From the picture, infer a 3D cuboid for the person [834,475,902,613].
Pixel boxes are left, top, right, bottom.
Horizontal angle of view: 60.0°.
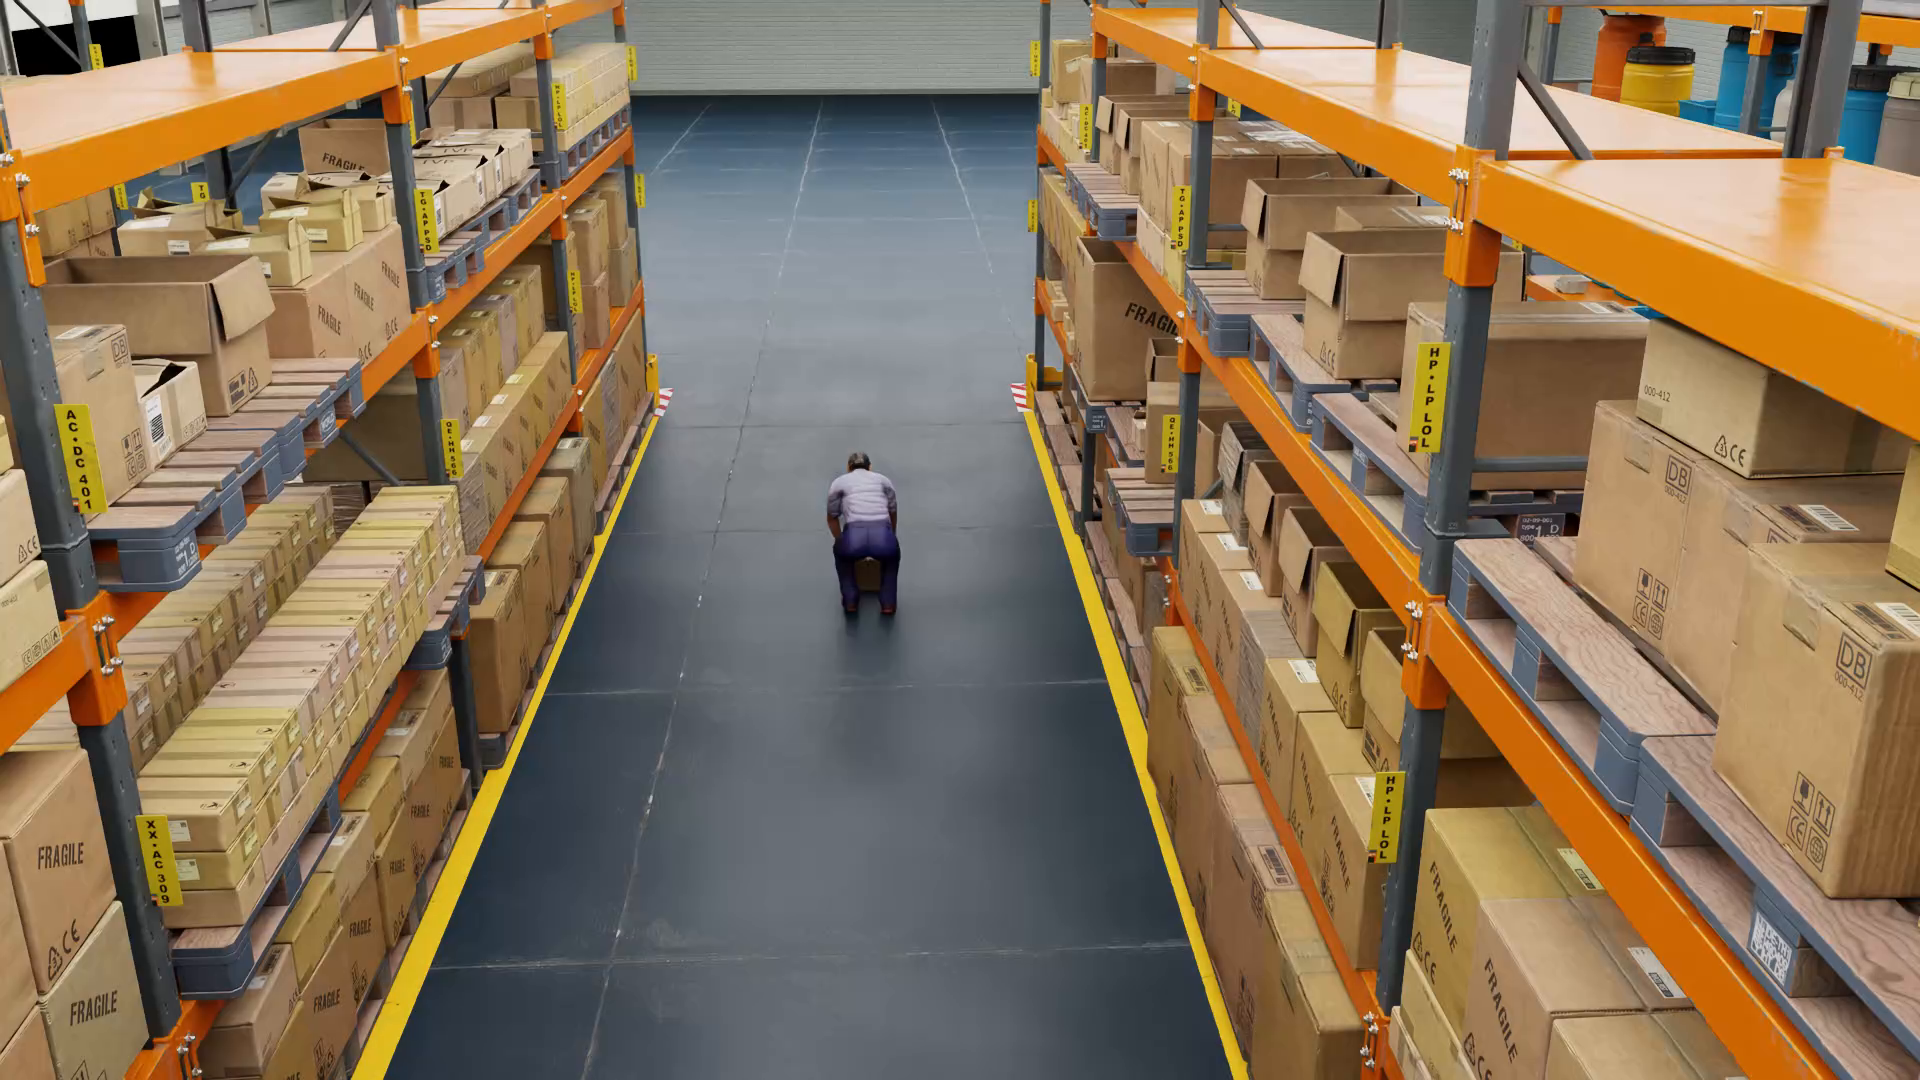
[{"bbox_3d":[-0.671,-0.003,12.114,0.490,0.945,0.907,-2,21,-6],"label":"person"}]
